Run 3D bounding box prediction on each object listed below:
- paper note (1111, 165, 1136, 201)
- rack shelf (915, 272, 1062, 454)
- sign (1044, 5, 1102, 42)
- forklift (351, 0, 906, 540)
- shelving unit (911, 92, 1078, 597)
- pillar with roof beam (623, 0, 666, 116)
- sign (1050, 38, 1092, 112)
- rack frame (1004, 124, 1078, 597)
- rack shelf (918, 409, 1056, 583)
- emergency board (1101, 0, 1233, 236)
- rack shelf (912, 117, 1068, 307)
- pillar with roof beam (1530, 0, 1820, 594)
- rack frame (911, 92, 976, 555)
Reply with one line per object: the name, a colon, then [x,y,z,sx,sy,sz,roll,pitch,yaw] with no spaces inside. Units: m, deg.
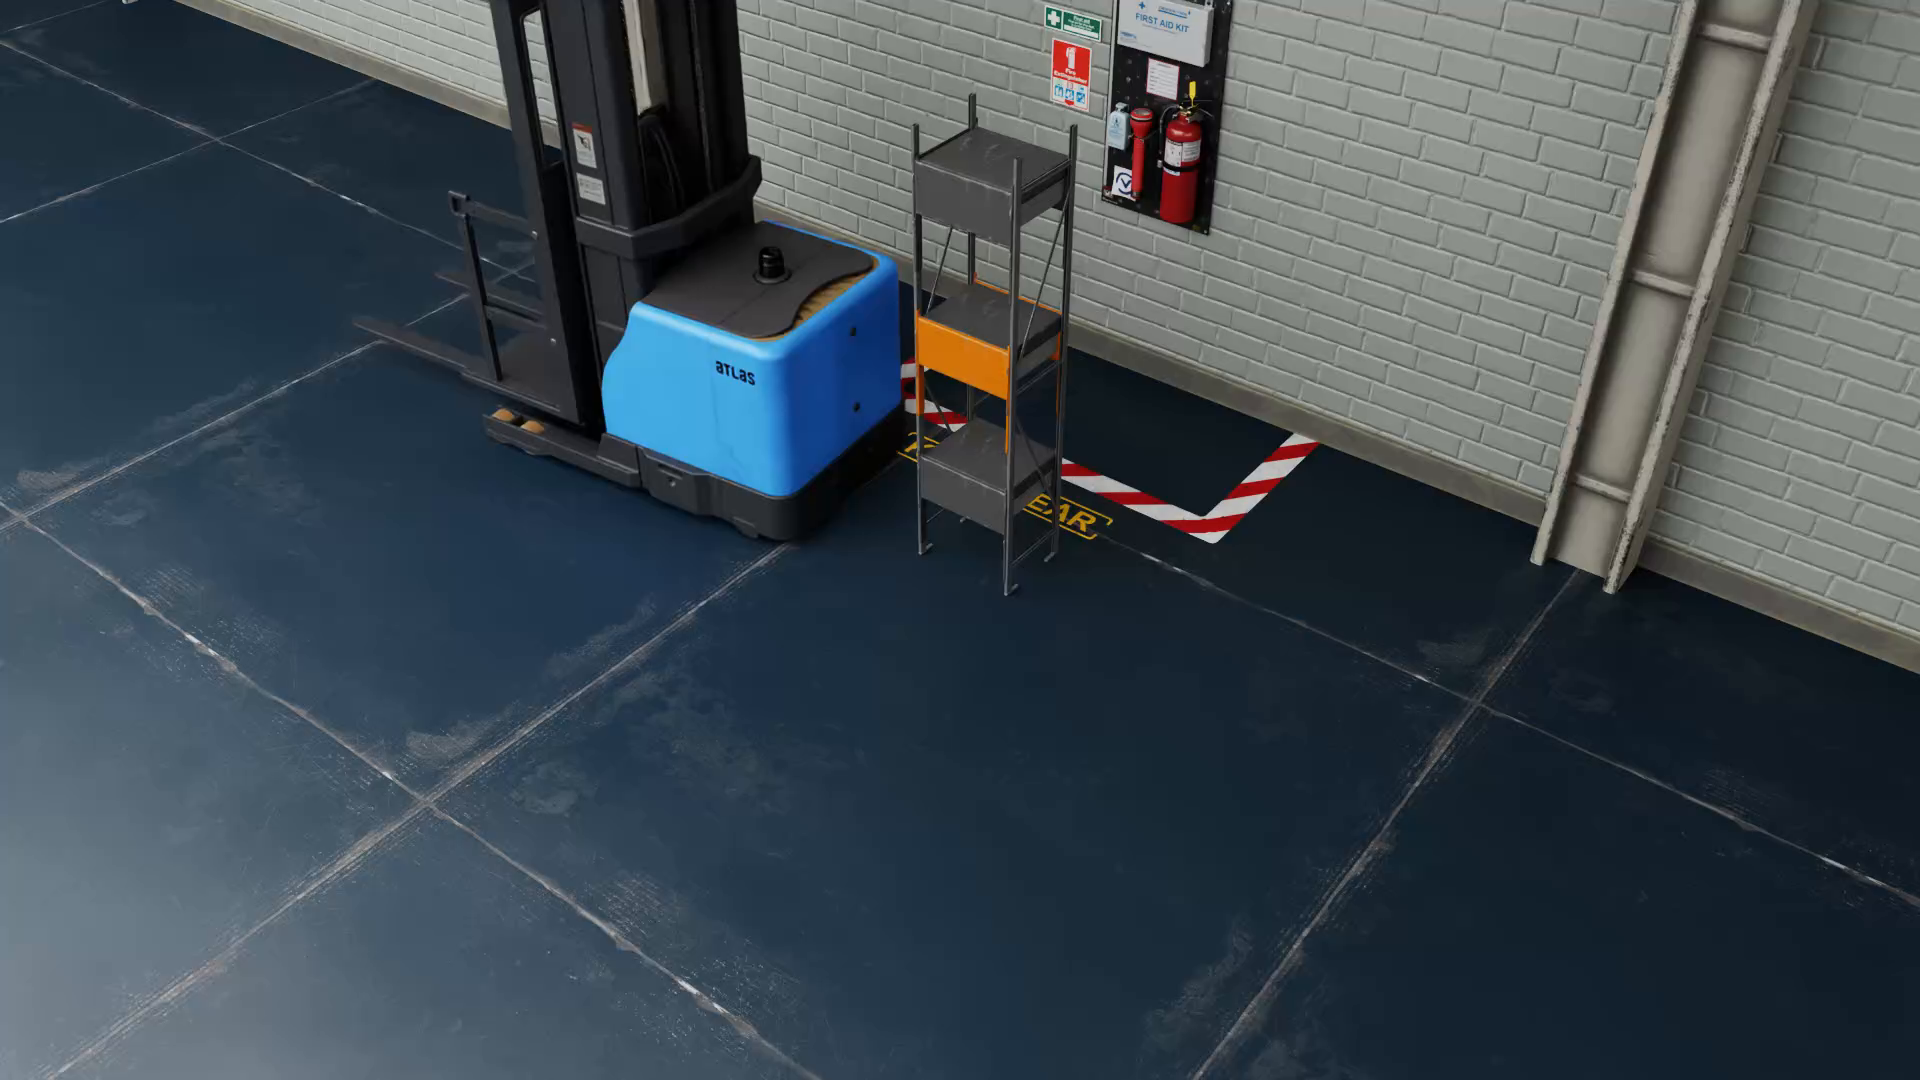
paper note: [0.825,-1.782,8.308,0.142,0.148,0.016,25,45,29]
rack shelf: [0.132,-0.754,7.032,0.480,0.518,0.431,25,45,29]
sign: [0.545,-2.503,8.055,0.331,0.109,0.001,25,45,29]
forklift: [-1.794,-1.835,7.716,3.031,2.935,1.130,21,43,24]
shelving unit: [0.132,-0.765,7.024,0.503,2.100,0.431,25,45,29]
pillar with roof beam: [-4.518,-3.586,5.031,0.400,9.000,9.100,25,45,29]
sign: [0.547,-2.301,8.226,0.234,0.329,0.001,25,45,29]
rack frame: [0.325,-0.673,6.907,0.015,2.100,0.400,25,45,29]
rack shelf: [0.132,-0.203,7.463,0.480,0.518,0.431,25,45,29]
emergency board: [0.923,-2.029,7.908,0.643,1.169,0.194,25,45,29]
rack shelf: [0.132,-1.305,6.600,0.480,0.518,0.431,25,45,29]
pillar with roof beam: [0.248,-1.339,2.160,0.400,9.000,9.100,25,45,29]
rack frame: [-0.062,-0.856,7.140,0.015,2.100,0.400,25,45,29]
